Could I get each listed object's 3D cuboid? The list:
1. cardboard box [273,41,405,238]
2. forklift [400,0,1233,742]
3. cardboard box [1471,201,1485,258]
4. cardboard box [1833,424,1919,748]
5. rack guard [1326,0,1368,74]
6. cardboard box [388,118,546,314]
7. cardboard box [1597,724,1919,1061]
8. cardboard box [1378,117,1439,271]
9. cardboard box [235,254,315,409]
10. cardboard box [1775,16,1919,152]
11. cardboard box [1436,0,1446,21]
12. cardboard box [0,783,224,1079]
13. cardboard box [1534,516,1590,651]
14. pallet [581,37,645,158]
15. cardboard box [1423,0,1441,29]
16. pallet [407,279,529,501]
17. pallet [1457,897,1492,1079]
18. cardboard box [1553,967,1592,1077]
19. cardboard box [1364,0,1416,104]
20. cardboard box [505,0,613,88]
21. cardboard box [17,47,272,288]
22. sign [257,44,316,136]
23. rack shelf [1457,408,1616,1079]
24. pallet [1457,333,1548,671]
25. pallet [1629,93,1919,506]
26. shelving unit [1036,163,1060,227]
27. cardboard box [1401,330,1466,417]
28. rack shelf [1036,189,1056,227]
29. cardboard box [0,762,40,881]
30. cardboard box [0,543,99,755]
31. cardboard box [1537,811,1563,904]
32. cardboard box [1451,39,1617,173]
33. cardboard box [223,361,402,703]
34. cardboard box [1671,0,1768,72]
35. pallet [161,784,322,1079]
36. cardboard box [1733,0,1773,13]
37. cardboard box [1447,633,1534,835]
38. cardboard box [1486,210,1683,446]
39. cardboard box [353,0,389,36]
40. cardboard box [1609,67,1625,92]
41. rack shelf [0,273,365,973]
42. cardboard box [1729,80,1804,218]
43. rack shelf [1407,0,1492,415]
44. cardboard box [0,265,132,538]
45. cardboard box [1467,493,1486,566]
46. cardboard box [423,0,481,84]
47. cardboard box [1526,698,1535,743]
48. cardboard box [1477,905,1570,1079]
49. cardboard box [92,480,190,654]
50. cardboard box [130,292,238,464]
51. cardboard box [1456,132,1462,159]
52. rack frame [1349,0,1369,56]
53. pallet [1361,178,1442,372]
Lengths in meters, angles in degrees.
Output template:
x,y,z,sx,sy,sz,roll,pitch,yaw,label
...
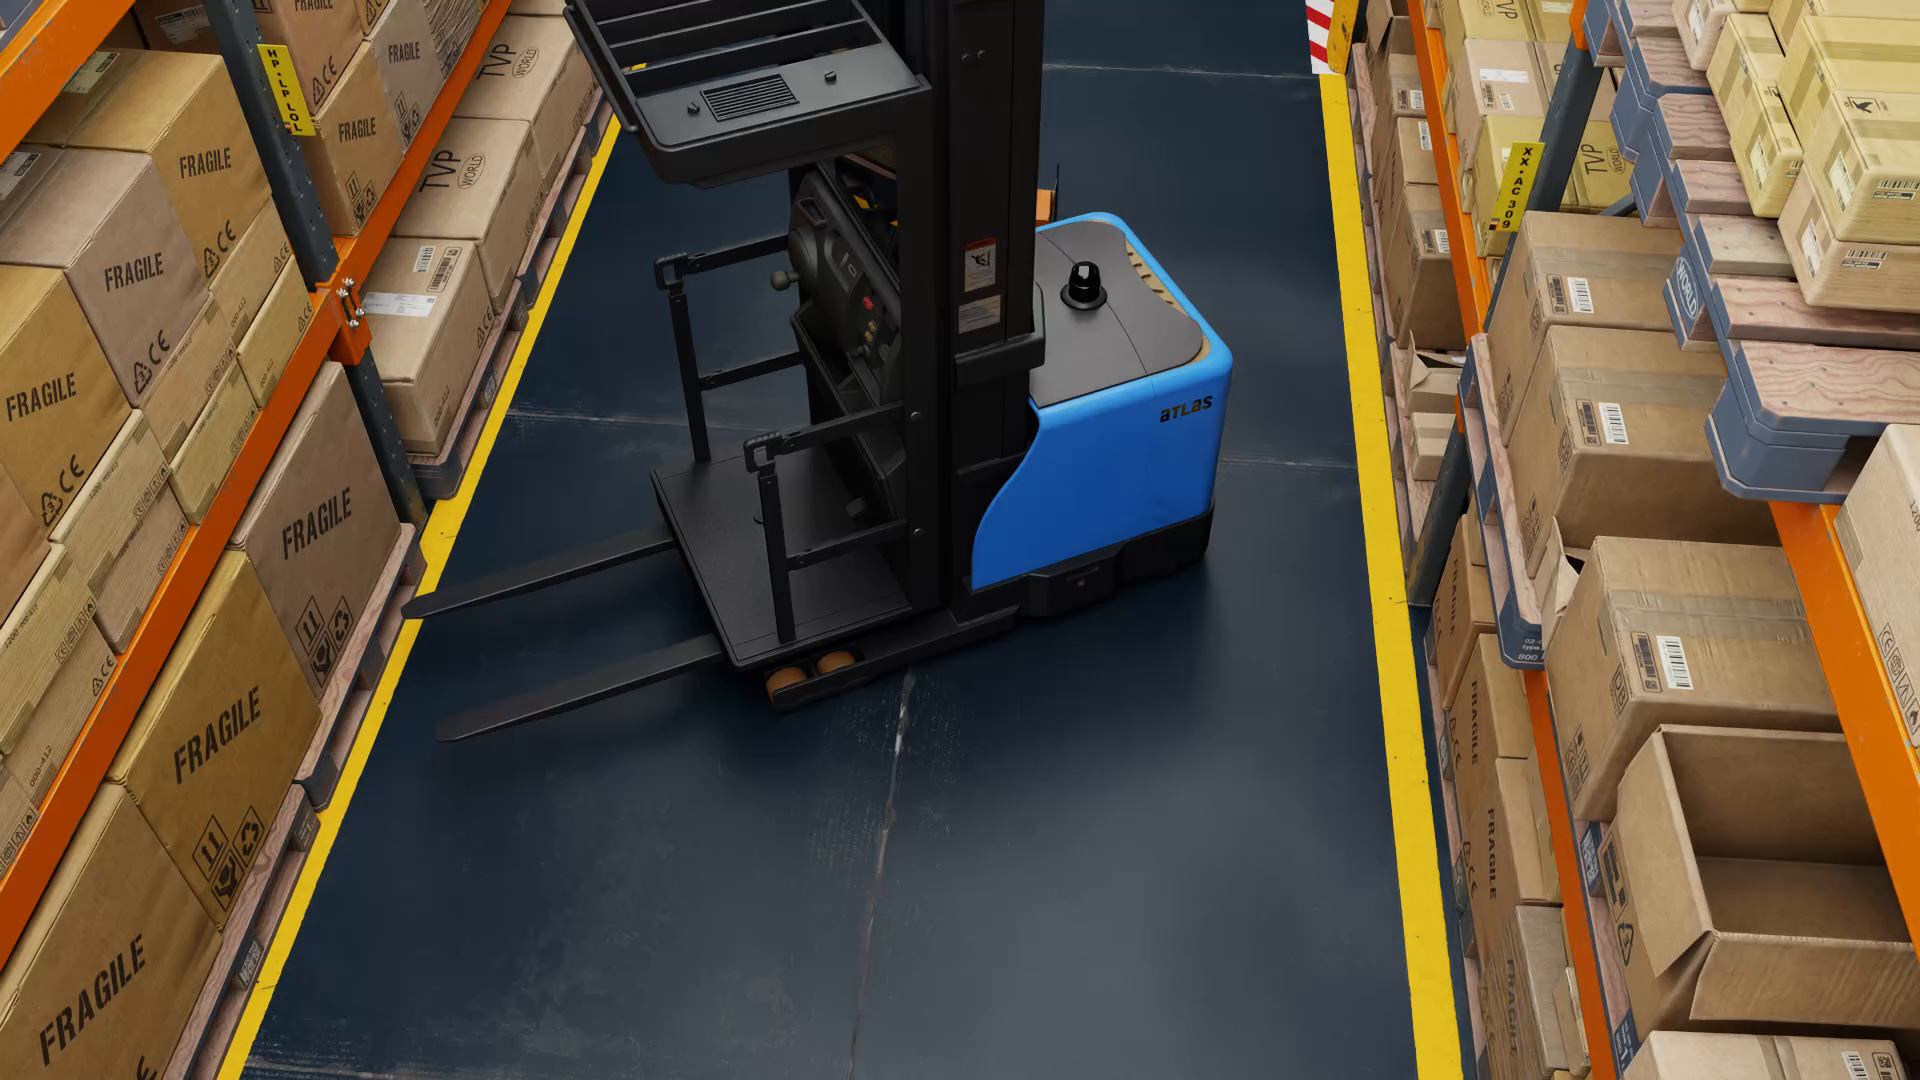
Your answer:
x,y,z,sx,sy,sz,roll,pitch,yaw,label
-2.383,-1.455,5.980,0.500,0.500,0.500,5,48,5,cardboard box
-0.572,-0.806,5.501,3.031,2.935,1.130,-18,50,-16,forklift
2.037,-1.122,5.914,0.380,0.149,0.250,5,48,5,cardboard box
1.788,0.084,2.709,0.500,0.250,0.500,4,48,4,cardboard box
2.615,-2.803,8.975,1.175,0.500,0.348,4,48,4,rack guard
-2.441,-1.483,7.526,0.875,0.438,0.875,3,48,2,cardboard box
1.857,0.788,3.642,0.797,0.503,0.637,3,48,3,cardboard box
2.207,-1.550,7.544,0.500,0.500,0.500,5,48,4,cardboard box
-2.476,-0.697,5.456,0.500,0.250,0.500,3,48,3,cardboard box
1.744,-0.825,3.055,0.380,0.149,0.250,4,48,4,cardboard box
2.198,-2.317,6.736,0.500,0.250,0.500,3,48,3,cardboard box
-2.820,1.263,4.717,0.875,0.875,0.875,4,48,4,cardboard box
1.748,0.136,4.400,0.396,0.266,0.258,6,48,5,cardboard box
-2.317,-2.500,8.893,1.003,0.211,1.213,4,48,4,pallet
2.148,-2.256,6.951,0.380,0.149,0.250,5,48,4,cardboard box
-2.539,-0.707,7.253,1.003,0.211,1.213,4,48,4,pallet
2.112,1.677,5.073,1.003,0.211,1.213,4,48,4,pallet
1.834,1.307,4.492,0.380,0.149,0.250,2,48,2,cardboard box
2.472,-2.559,8.465,0.797,0.503,0.637,2,48,2,cardboard box
-2.282,-2.819,8.747,0.875,0.438,0.875,2,48,2,cardboard box
-2.477,-1.120,4.996,0.500,0.500,0.500,5,48,5,cardboard box
-2.145,-1.429,5.293,0.100,0.325,0.005,4,48,4,sign
2.075,0.949,4.336,1.077,0.370,4.000,4,48,4,rack shelf
2.076,-0.118,4.956,1.003,0.211,1.213,4,48,4,pallet
2.036,-0.475,3.246,1.213,0.211,1.003,4,48,4,pallet
0.261,-1.116,7.059,0.252,1.050,0.215,8,48,7,shelving unit
2.048,-0.674,6.902,0.396,0.266,0.258,5,48,5,cardboard box
0.261,-1.300,6.857,0.240,0.259,0.215,8,48,7,rack shelf
-2.673,0.789,4.097,0.500,0.250,0.500,5,48,5,cardboard box
-2.593,0.254,4.247,0.500,0.250,0.500,5,48,4,cardboard box
1.903,0.929,4.837,0.380,0.149,0.250,5,48,5,cardboard box
2.092,-1.573,6.056,0.500,0.250,0.500,4,48,4,cardboard box
-2.663,-0.058,5.925,0.875,0.875,0.875,5,48,5,cardboard box
1.742,-1.113,3.520,0.380,0.149,0.250,4,48,4,cardboard box
-2.790,1.318,5.402,1.003,0.211,1.213,4,48,4,pallet
1.777,-1.201,3.399,0.380,0.149,0.250,3,48,3,cardboard box
1.950,0.671,5.513,0.500,0.500,0.500,3,48,3,cardboard box
1.990,-0.598,4.912,0.700,0.500,0.500,5,48,5,cardboard box
-2.349,-2.170,5.956,0.500,0.500,0.500,3,48,3,cardboard box
2.610,-1.528,6.015,0.500,0.250,0.500,3,48,3,cardboard box
-2.868,0.618,4.639,1.077,0.370,4.000,4,48,4,rack shelf
1.711,-0.737,3.176,0.380,0.149,0.250,5,48,4,cardboard box
2.439,-1.990,7.025,1.077,0.370,4.000,4,48,4,rack shelf
-2.582,-0.368,4.309,0.500,0.500,0.500,5,48,5,cardboard box
1.959,-0.034,5.719,0.380,0.149,0.250,6,48,5,cardboard box
-2.281,-2.190,6.652,0.500,0.500,0.500,4,48,4,cardboard box
1.988,0.566,5.169,0.380,0.149,0.250,3,48,3,cardboard box
1.847,1.418,4.830,0.500,0.500,0.500,2,48,2,cardboard box
-2.589,0.047,4.776,0.500,0.250,0.500,3,48,2,cardboard box
-2.522,-0.504,4.941,0.500,0.250,0.500,5,48,4,cardboard box
2.087,-1.506,6.265,0.380,0.149,0.250,5,48,5,cardboard box
2.622,-3.703,8.104,1.000,3.000,0.127,4,48,4,rack frame
2.429,-1.226,7.728,1.003,0.211,1.213,4,48,4,pallet
